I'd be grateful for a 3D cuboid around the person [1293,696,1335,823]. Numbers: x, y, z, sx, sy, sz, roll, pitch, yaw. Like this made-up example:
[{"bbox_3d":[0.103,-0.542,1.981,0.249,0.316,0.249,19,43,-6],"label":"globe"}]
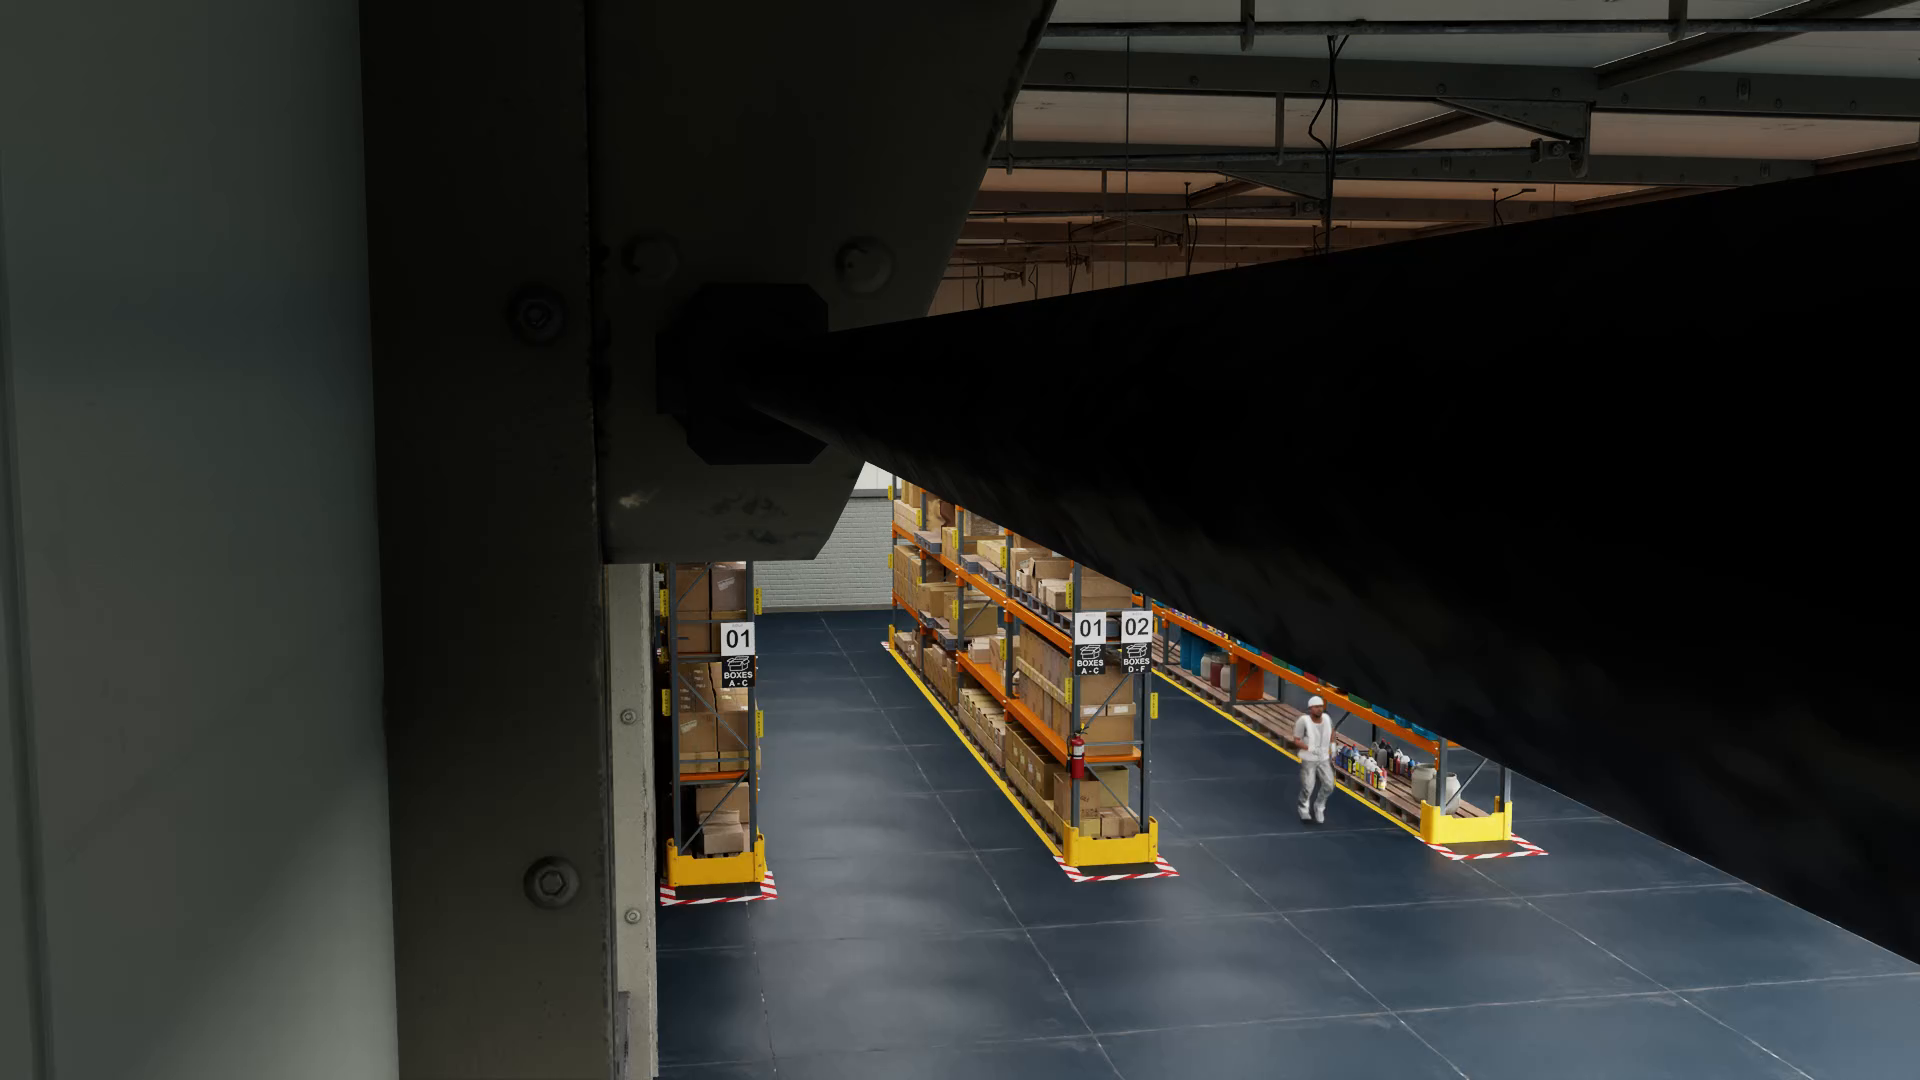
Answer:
[{"bbox_3d":[4.866,3.016,22.669,0.687,1.794,0.674,-2,6,-15],"label":"person"}]
